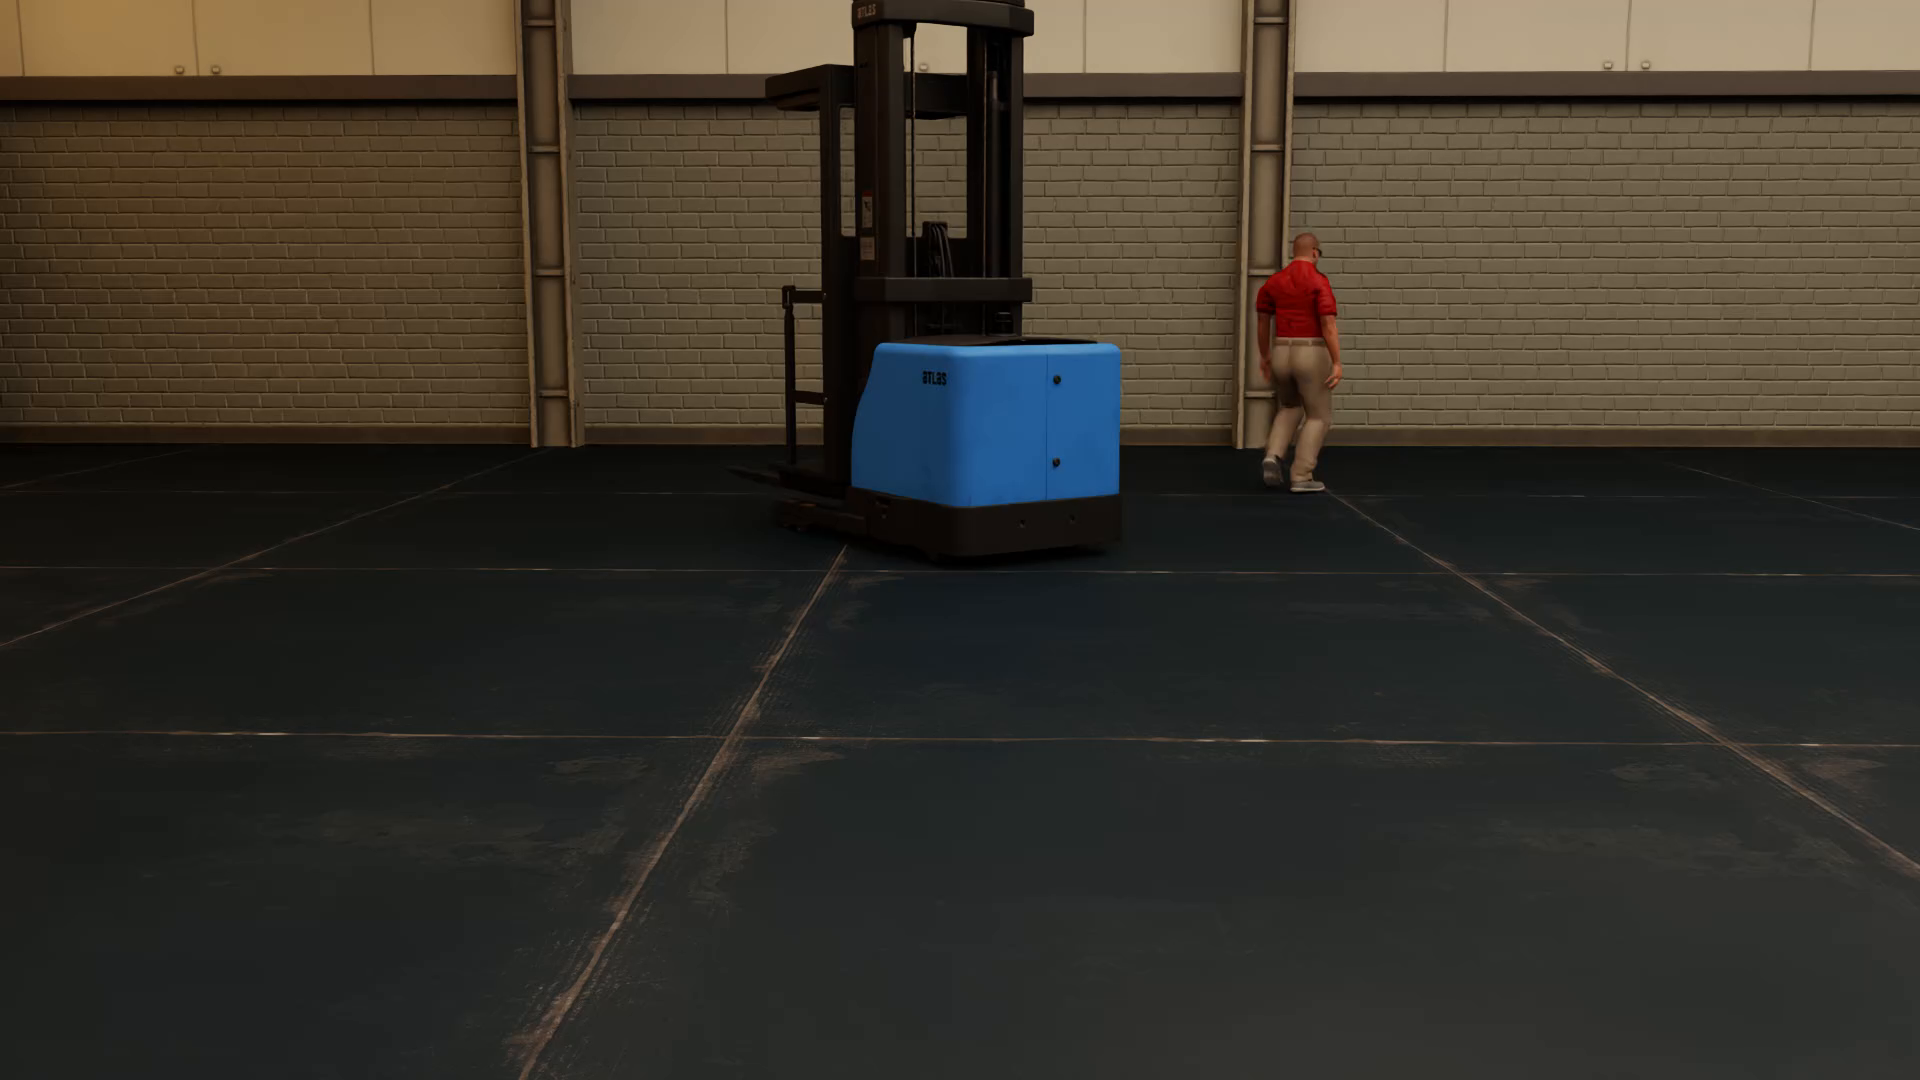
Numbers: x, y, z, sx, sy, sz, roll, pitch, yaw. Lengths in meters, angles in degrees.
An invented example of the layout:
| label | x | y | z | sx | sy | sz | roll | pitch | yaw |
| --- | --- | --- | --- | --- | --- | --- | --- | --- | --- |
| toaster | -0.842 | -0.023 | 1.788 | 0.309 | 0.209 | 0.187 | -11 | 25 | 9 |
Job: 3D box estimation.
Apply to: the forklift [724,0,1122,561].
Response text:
| label | x | y | z | sx | sy | sz | roll | pitch | yaw |
| --- | --- | --- | --- | --- | --- | --- | --- | --- | --- |
| forklift | -0.393 | -1.526 | 9.285 | 1.130 | 2.935 | 3.031 | -6 | 10 | -33 |

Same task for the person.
| label | x | y | z | sx | sy | sz | roll | pitch | yaw |
| --- | --- | --- | --- | --- | --- | --- | --- | --- | --- |
| person | 2.301 | -1.173 | 11.089 | 0.467 | 1.726 | 0.666 | -8 | 12 | -44 |
